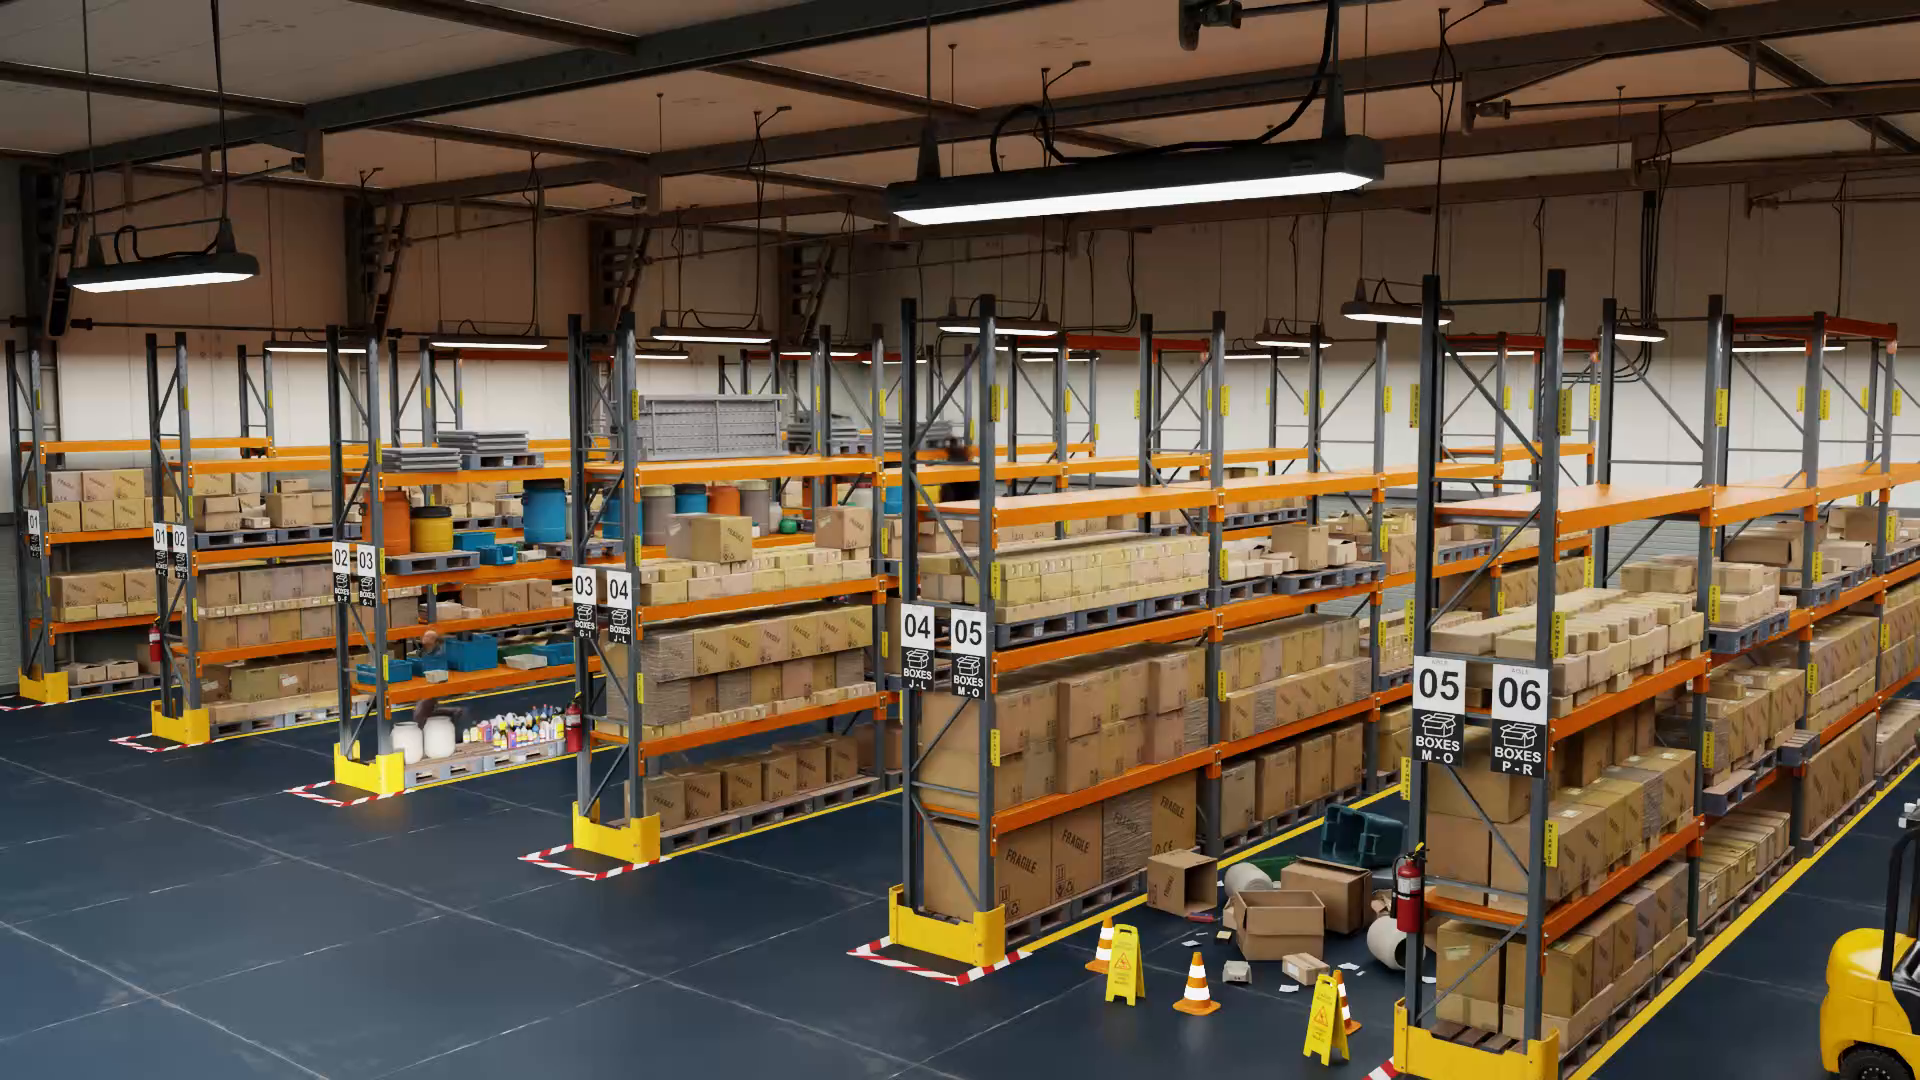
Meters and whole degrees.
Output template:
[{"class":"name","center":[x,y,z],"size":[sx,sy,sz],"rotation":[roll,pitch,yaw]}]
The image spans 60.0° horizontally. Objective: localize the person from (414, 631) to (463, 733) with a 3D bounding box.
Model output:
[{"class":"person","center":[-7.679,2.167,24.232],"size":[0.995,1.710,0.643],"rotation":[-5,7,-44]}]

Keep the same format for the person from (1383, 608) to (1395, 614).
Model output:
[{"class":"person","center":[6.825,1.911,26.590],"size":[0.562,1.674,0.938],"rotation":[4,6,37]}]

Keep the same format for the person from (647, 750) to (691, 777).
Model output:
[{"class":"person","center":[-3.730,2.415,21.299],"size":[0.570,1.736,0.817],"rotation":[4,7,39]}]

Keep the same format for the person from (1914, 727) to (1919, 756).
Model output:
[{"class":"person","center":[11.490,2.598,19.493],"size":[0.539,1.583,0.895],"rotation":[4,6,34]}]
